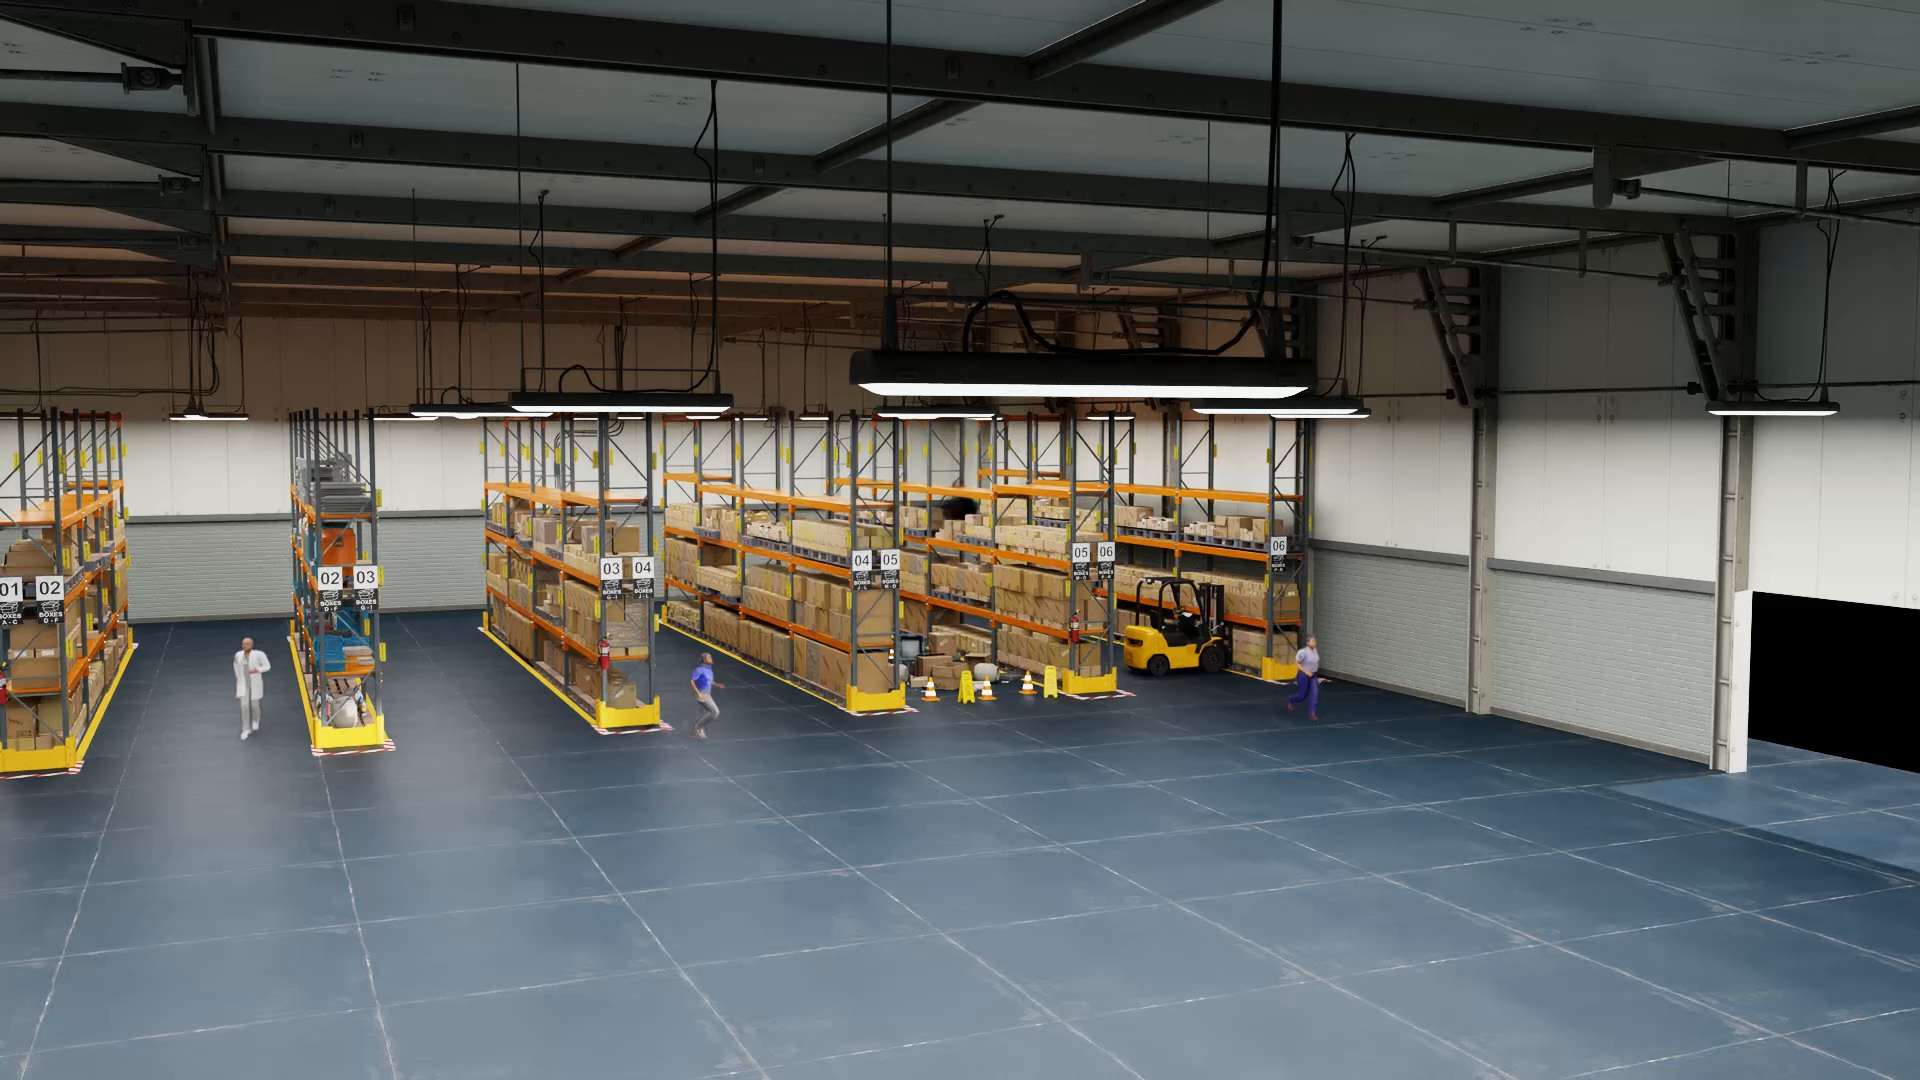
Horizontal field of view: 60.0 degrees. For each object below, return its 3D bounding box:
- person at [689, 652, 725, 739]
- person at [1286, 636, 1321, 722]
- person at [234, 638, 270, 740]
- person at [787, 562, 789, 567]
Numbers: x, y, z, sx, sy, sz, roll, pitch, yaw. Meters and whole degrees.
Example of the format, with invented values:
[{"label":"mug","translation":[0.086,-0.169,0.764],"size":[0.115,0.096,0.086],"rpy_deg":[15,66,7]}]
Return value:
[{"label":"person","translation":[-4.603,2.817,30.085],"size":[0.690,1.587,0.528],"rpy_deg":[1,4,7]},{"label":"person","translation":[6.706,2.677,32.245],"size":[0.631,1.626,0.848],"rpy_deg":[-3,5,-37]},{"label":"person","translation":[-13.022,2.691,30.558],"size":[0.686,1.804,0.987],"rpy_deg":[-1,4,-11]},{"label":"person","translation":[-5.135,1.373,50.628],"size":[0.623,1.628,0.582],"rpy_deg":[-2,5,-32]}]
